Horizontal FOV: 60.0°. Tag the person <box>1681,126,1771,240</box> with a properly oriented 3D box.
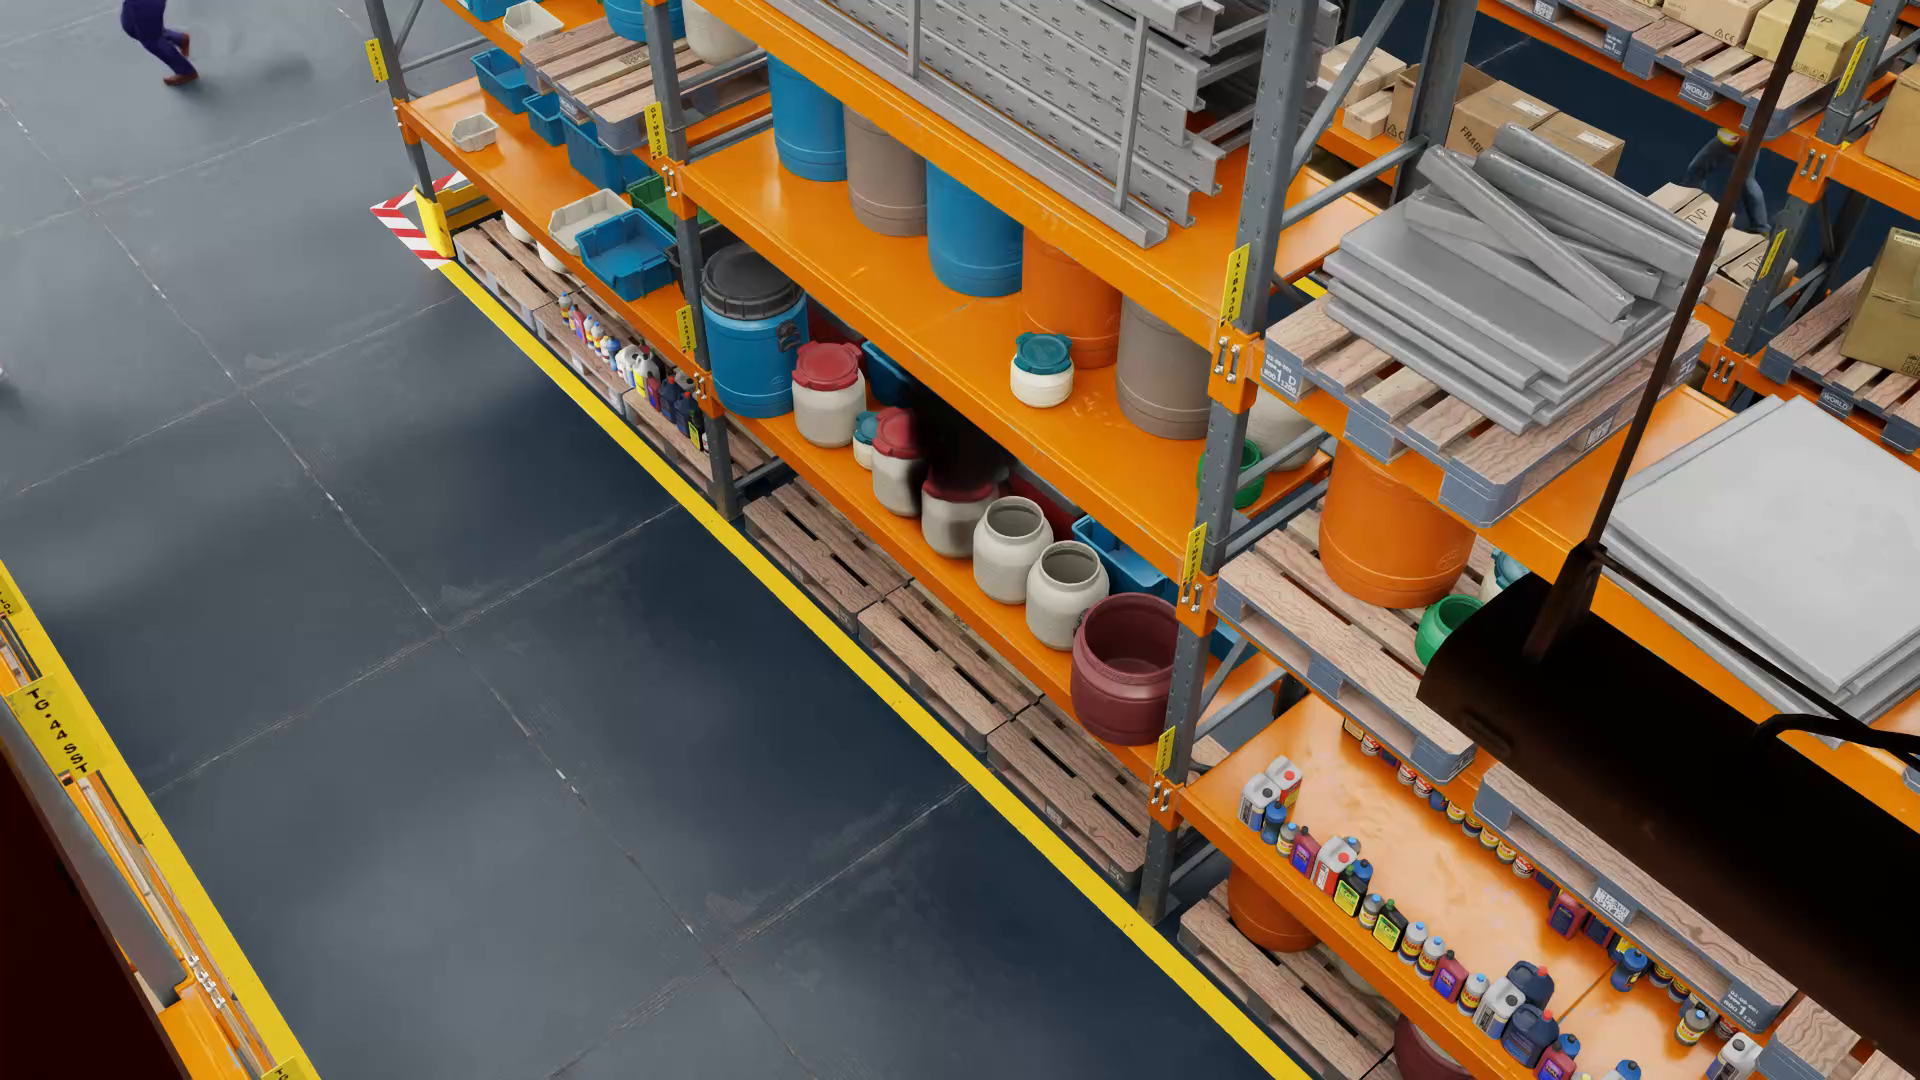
[{"bbox_3d":[5.957,-3.048,12.647,0.640,1.796,0.890,-35,56,-29],"label":"person"}]

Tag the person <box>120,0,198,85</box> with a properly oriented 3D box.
[{"bbox_3d":[-7.064,-4.673,14.318,0.541,1.605,0.604,-14,48,-13],"label":"person"}]
